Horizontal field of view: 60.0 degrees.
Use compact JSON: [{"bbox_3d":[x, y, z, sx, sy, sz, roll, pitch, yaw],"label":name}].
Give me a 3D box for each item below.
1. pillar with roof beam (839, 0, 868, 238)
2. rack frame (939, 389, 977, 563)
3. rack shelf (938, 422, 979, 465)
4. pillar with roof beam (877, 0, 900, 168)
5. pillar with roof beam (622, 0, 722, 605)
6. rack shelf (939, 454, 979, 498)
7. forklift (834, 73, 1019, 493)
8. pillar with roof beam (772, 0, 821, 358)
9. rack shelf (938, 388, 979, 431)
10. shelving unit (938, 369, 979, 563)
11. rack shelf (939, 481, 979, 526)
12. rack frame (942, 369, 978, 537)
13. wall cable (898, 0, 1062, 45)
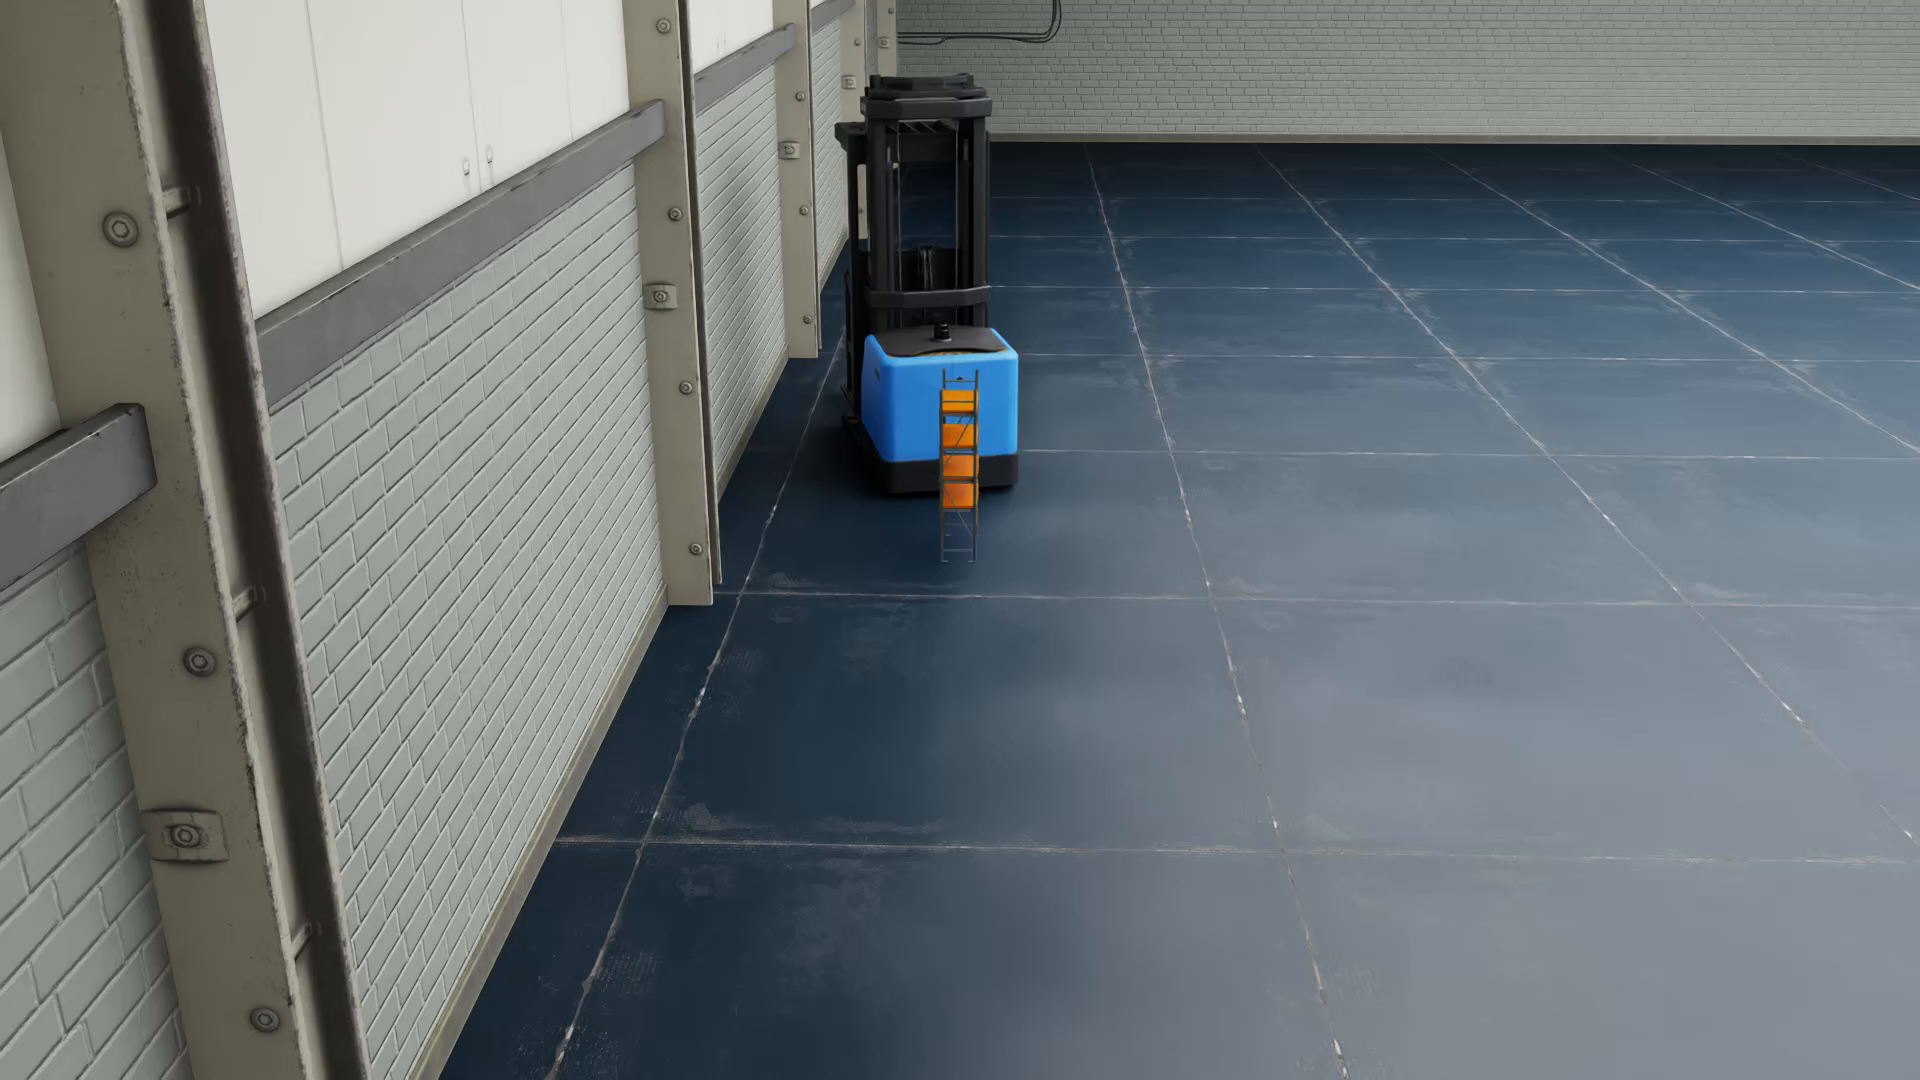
[{"bbox_3d":[2.956,-8.148,20.090,9.100,9.000,0.400,1,21,2],"label":"pillar with roof beam"},{"bbox_3d":[-0.012,-0.411,10.930,0.240,1.200,0.015,1,21,2],"label":"rack frame"},{"bbox_3d":[-0.005,-0.645,11.101,0.258,0.148,0.480,1,21,2],"label":"rack shelf"},{"bbox_3d":[3.139,-10.318,25.681,9.100,9.000,0.400,1,21,2],"label":"pillar with roof beam"},{"bbox_3d":[2.591,-3.810,8.907,9.100,9.000,0.400,1,21,2],"label":"pillar with roof beam"},{"bbox_3d":[-0.005,-0.437,11.182,0.258,0.148,0.480,1,21,2],"label":"rack shelf"},{"bbox_3d":[-0.369,-2.210,13.173,1.130,2.935,3.031,-4,22,-11],"label":"forklift"},{"bbox_3d":[2.774,-5.979,14.499,9.100,9.000,0.400,1,21,2],"label":"pillar with roof beam"},{"bbox_3d":[-0.005,-0.866,11.015,0.258,0.148,0.480,1,21,2],"label":"rack shelf"},{"bbox_3d":[-0.005,-0.500,11.158,0.258,1.200,0.503,1,21,2],"label":"shelving unit"},{"bbox_3d":[-0.005,-0.252,11.254,0.258,0.148,0.480,1,21,2],"label":"rack shelf"},{"bbox_3d":[0.002,-0.588,11.385,0.240,1.200,0.015,1,21,2],"label":"rack frame"},{"bbox_3d":[0.247,-9.968,29.072,3.097,2.526,0.112,1,21,2],"label":"wall cable"}]
